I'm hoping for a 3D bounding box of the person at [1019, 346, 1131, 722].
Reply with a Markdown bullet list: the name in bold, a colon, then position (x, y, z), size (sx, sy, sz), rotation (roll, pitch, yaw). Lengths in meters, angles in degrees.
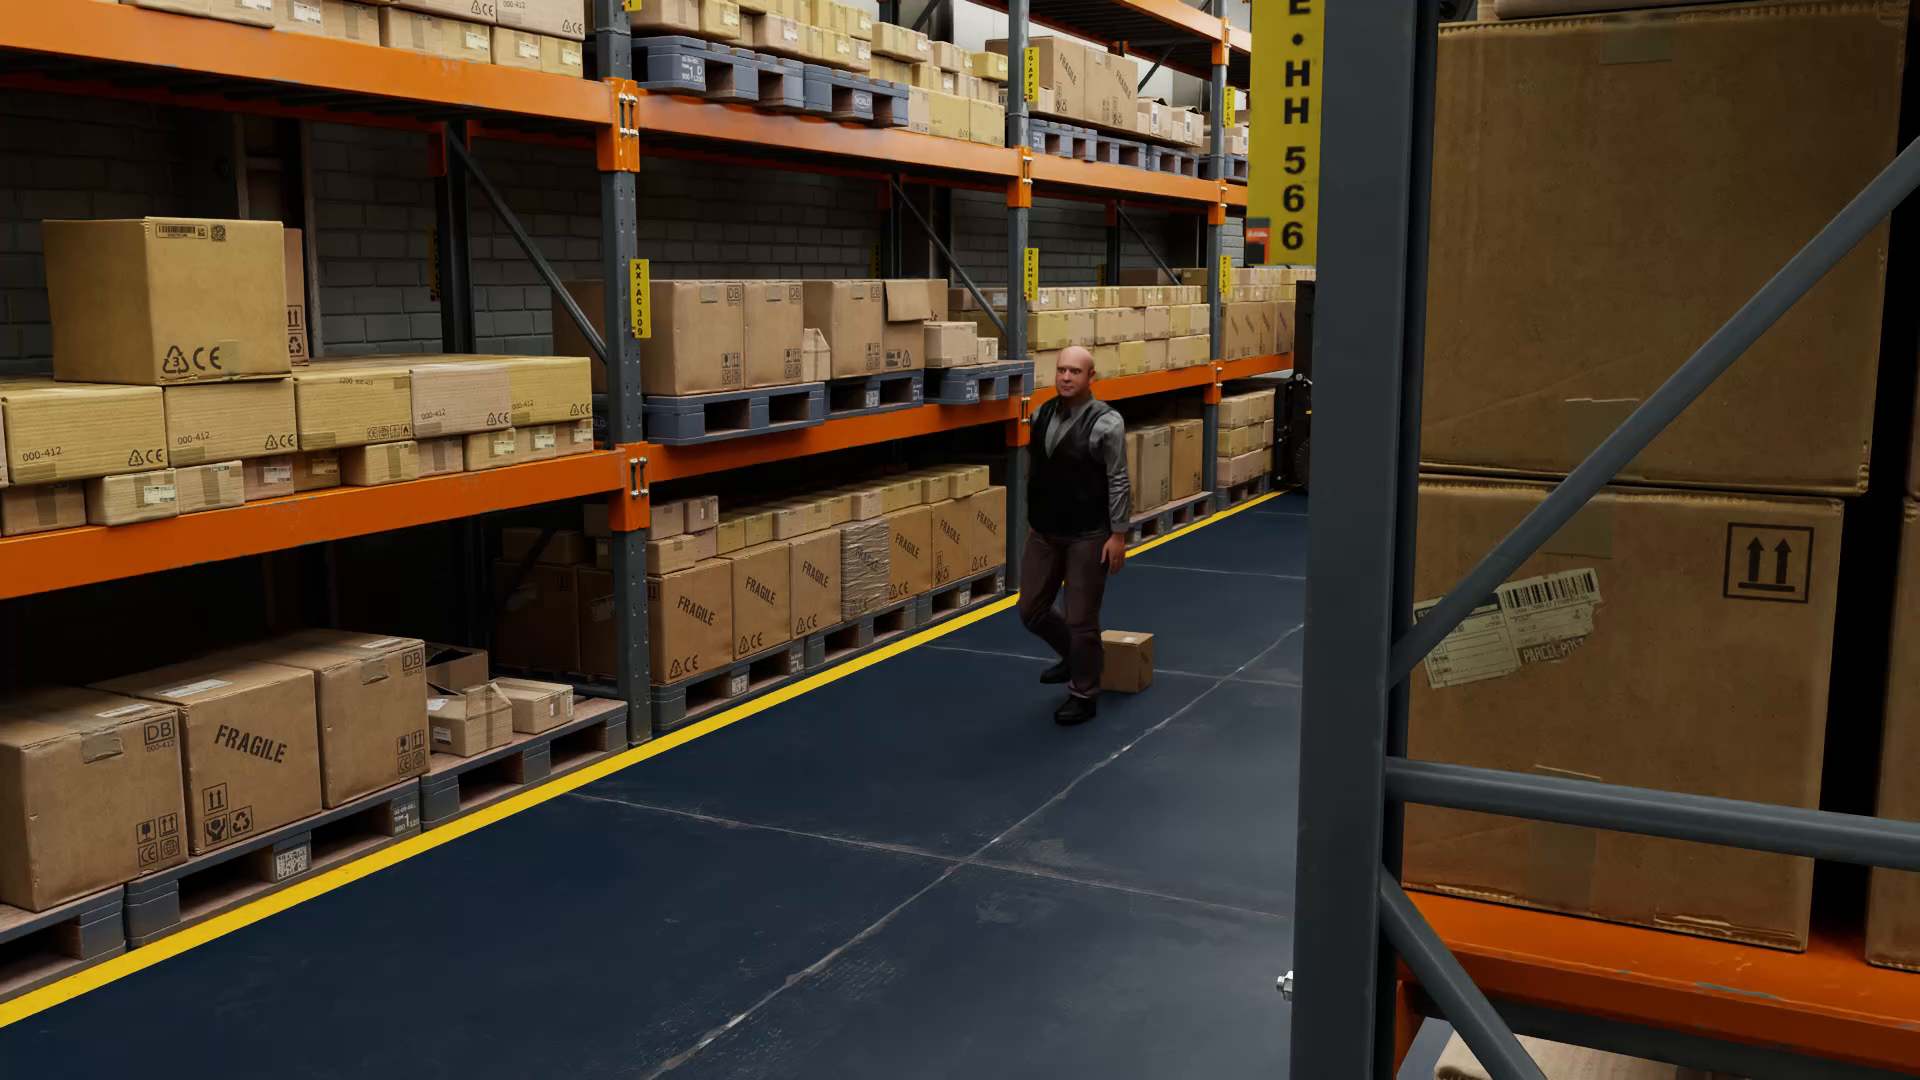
- **person**: position (0.559, -0.034, 7.642), size (0.588, 1.715, 0.524), rotation (8, 12, 42)
